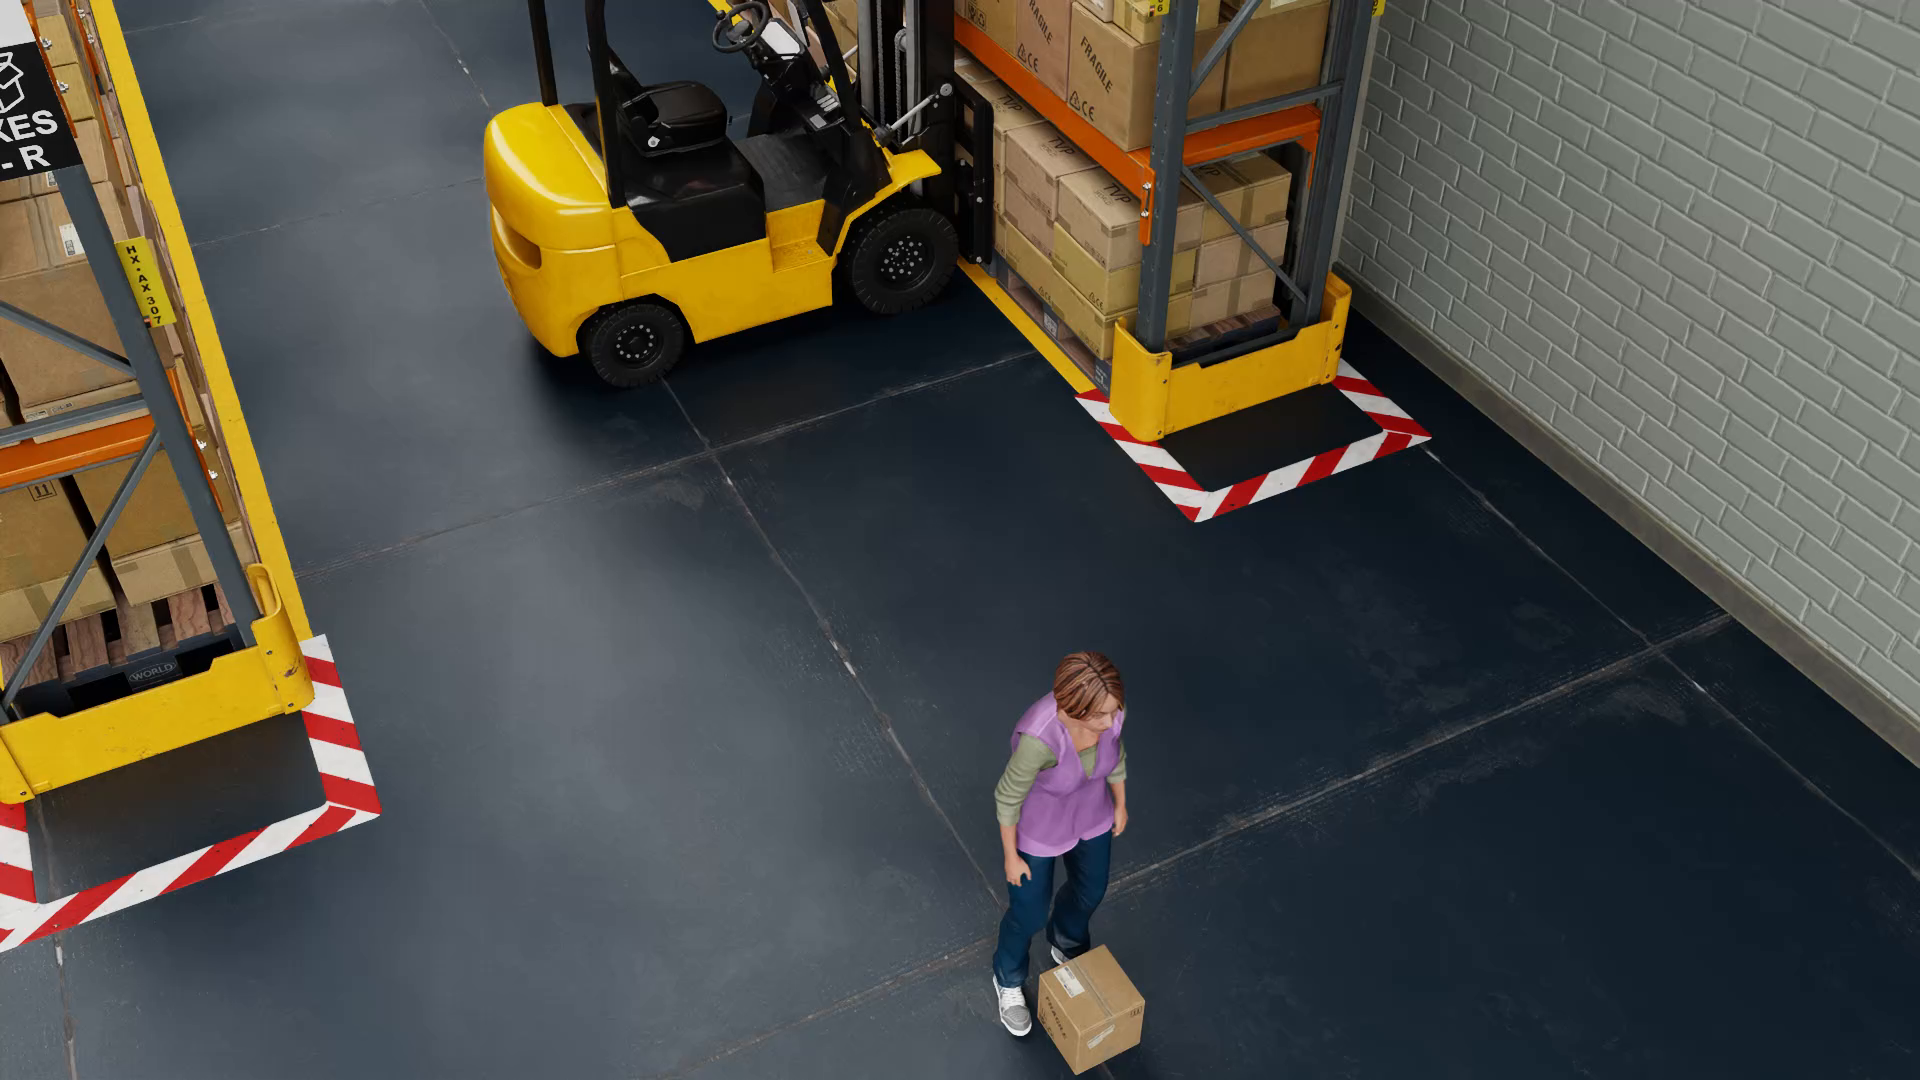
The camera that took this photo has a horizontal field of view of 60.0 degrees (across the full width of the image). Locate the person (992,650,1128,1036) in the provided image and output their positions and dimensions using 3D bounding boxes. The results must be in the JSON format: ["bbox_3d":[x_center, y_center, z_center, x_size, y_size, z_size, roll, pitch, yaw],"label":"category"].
[{"bbox_3d":[0.311,0.902,5.160,0.478,1.593,0.348,-22,46,-22],"label":"person"}]
